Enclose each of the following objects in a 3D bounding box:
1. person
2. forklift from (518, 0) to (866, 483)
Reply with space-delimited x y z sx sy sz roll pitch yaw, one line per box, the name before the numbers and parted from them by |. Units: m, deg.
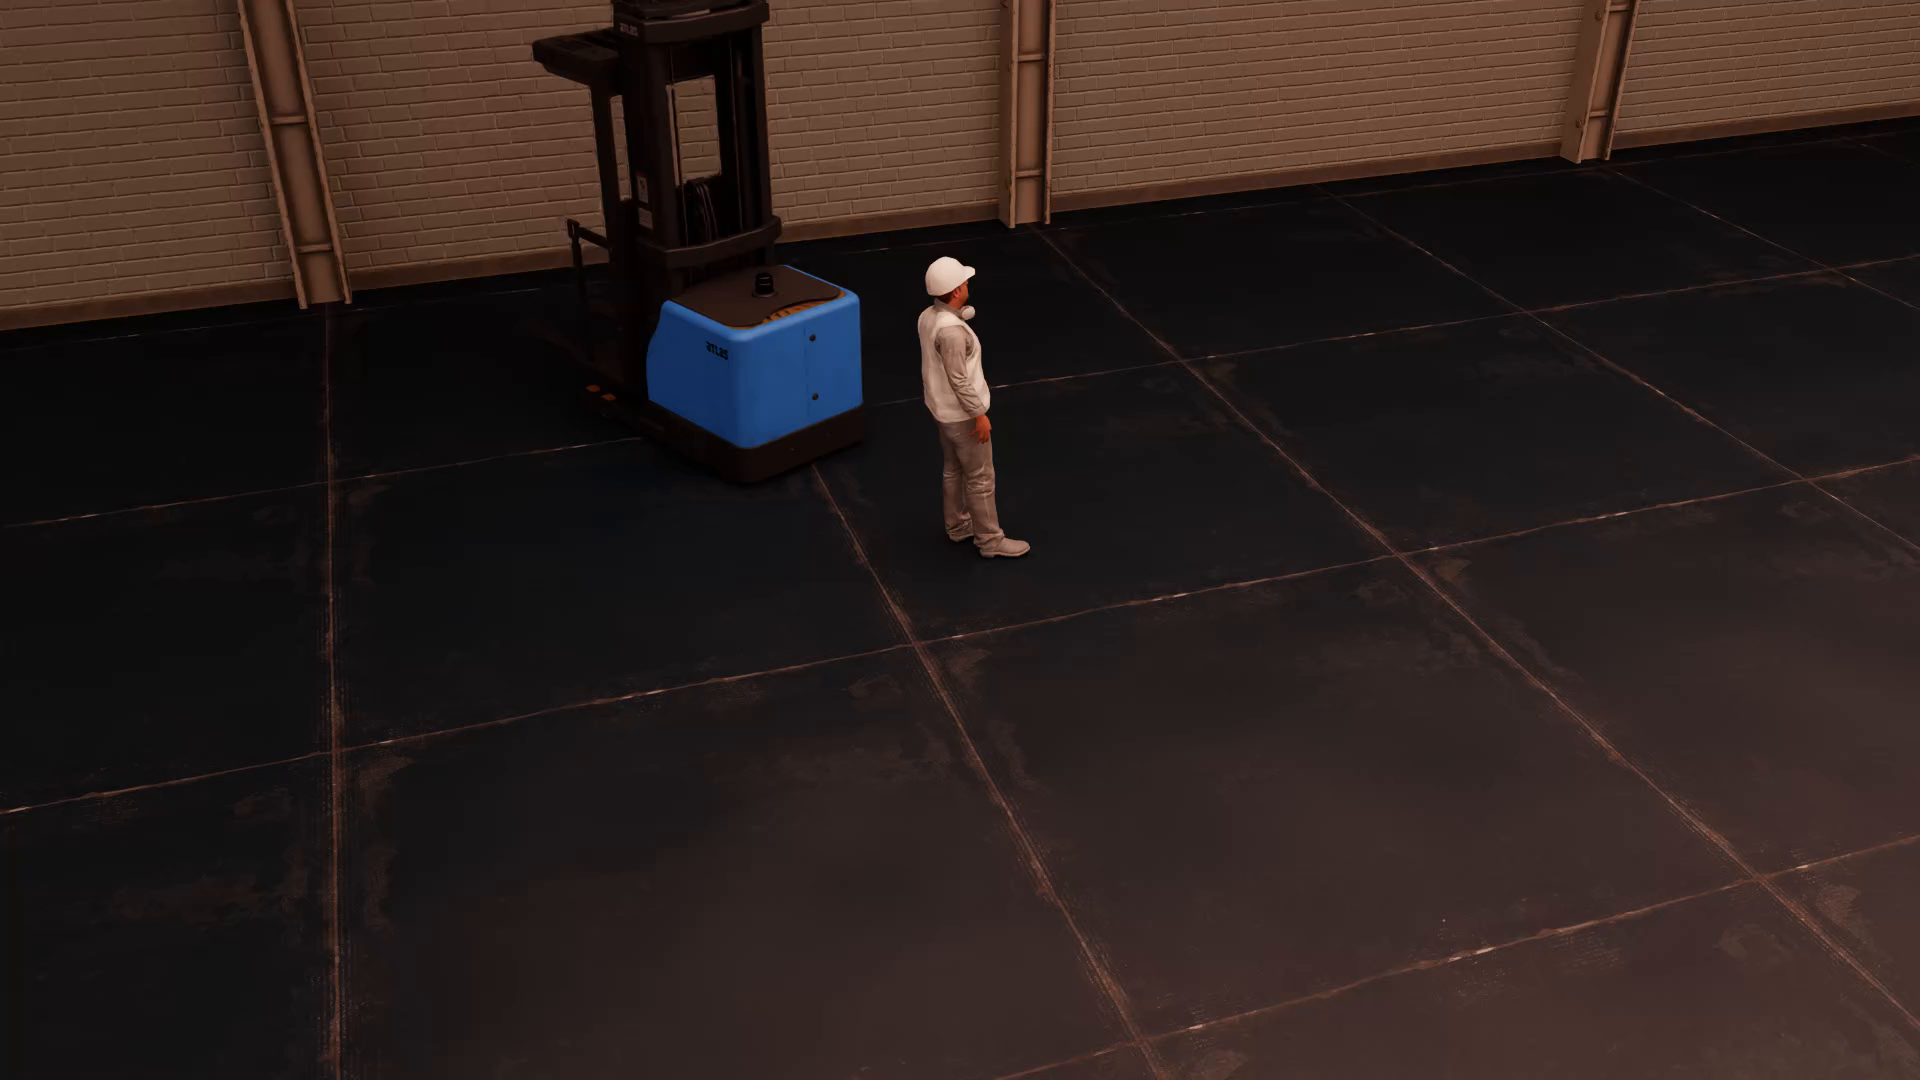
person | 0.061 -0.782 9.591 0.568 1.774 0.633 -10 31 -16
forklift | -2.010 -2.273 11.037 1.130 2.935 3.031 -26 39 -37
